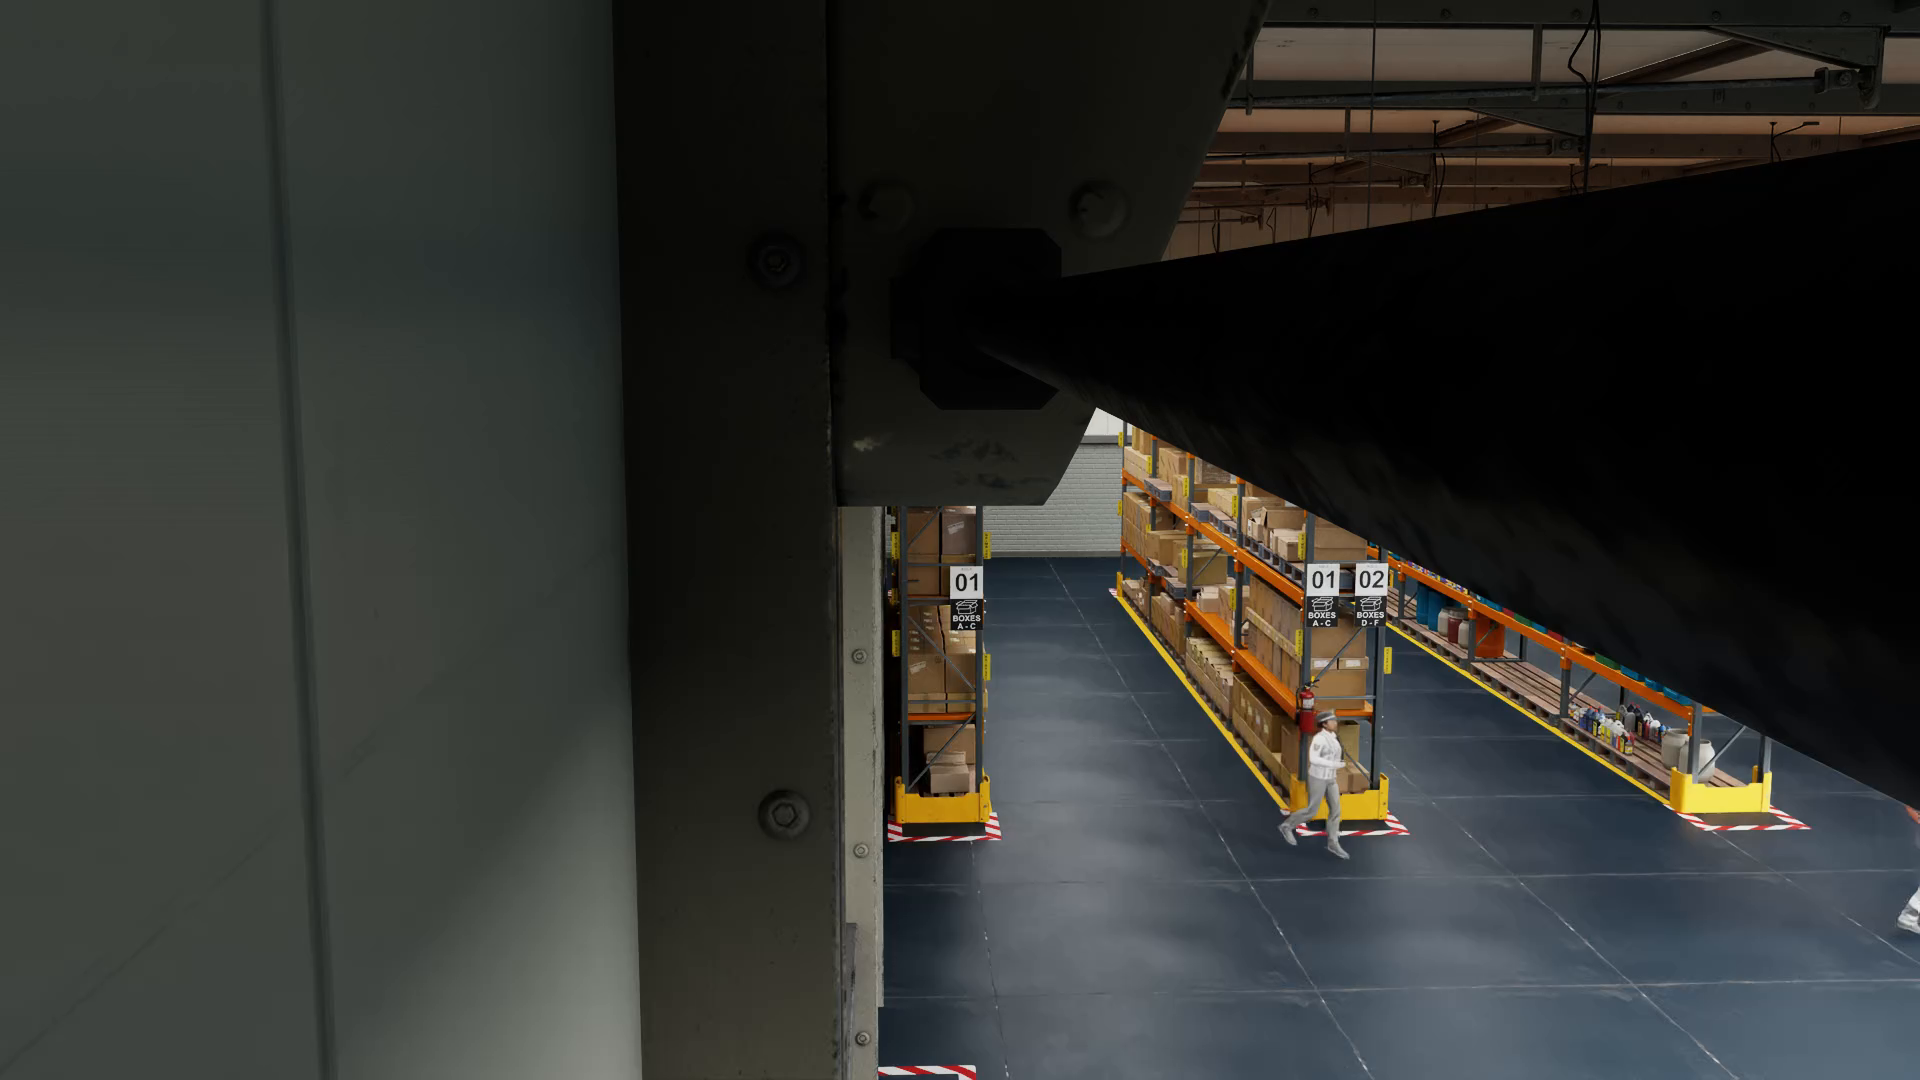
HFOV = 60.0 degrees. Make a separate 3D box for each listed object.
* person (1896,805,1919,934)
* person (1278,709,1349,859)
[{"bbox_3d":[9.816,3.126,16.619,0.720,1.839,0.631,3,8,18],"label":"person"},{"bbox_3d":[4.194,2.788,19.364,0.856,1.712,0.625,6,10,38],"label":"person"}]
